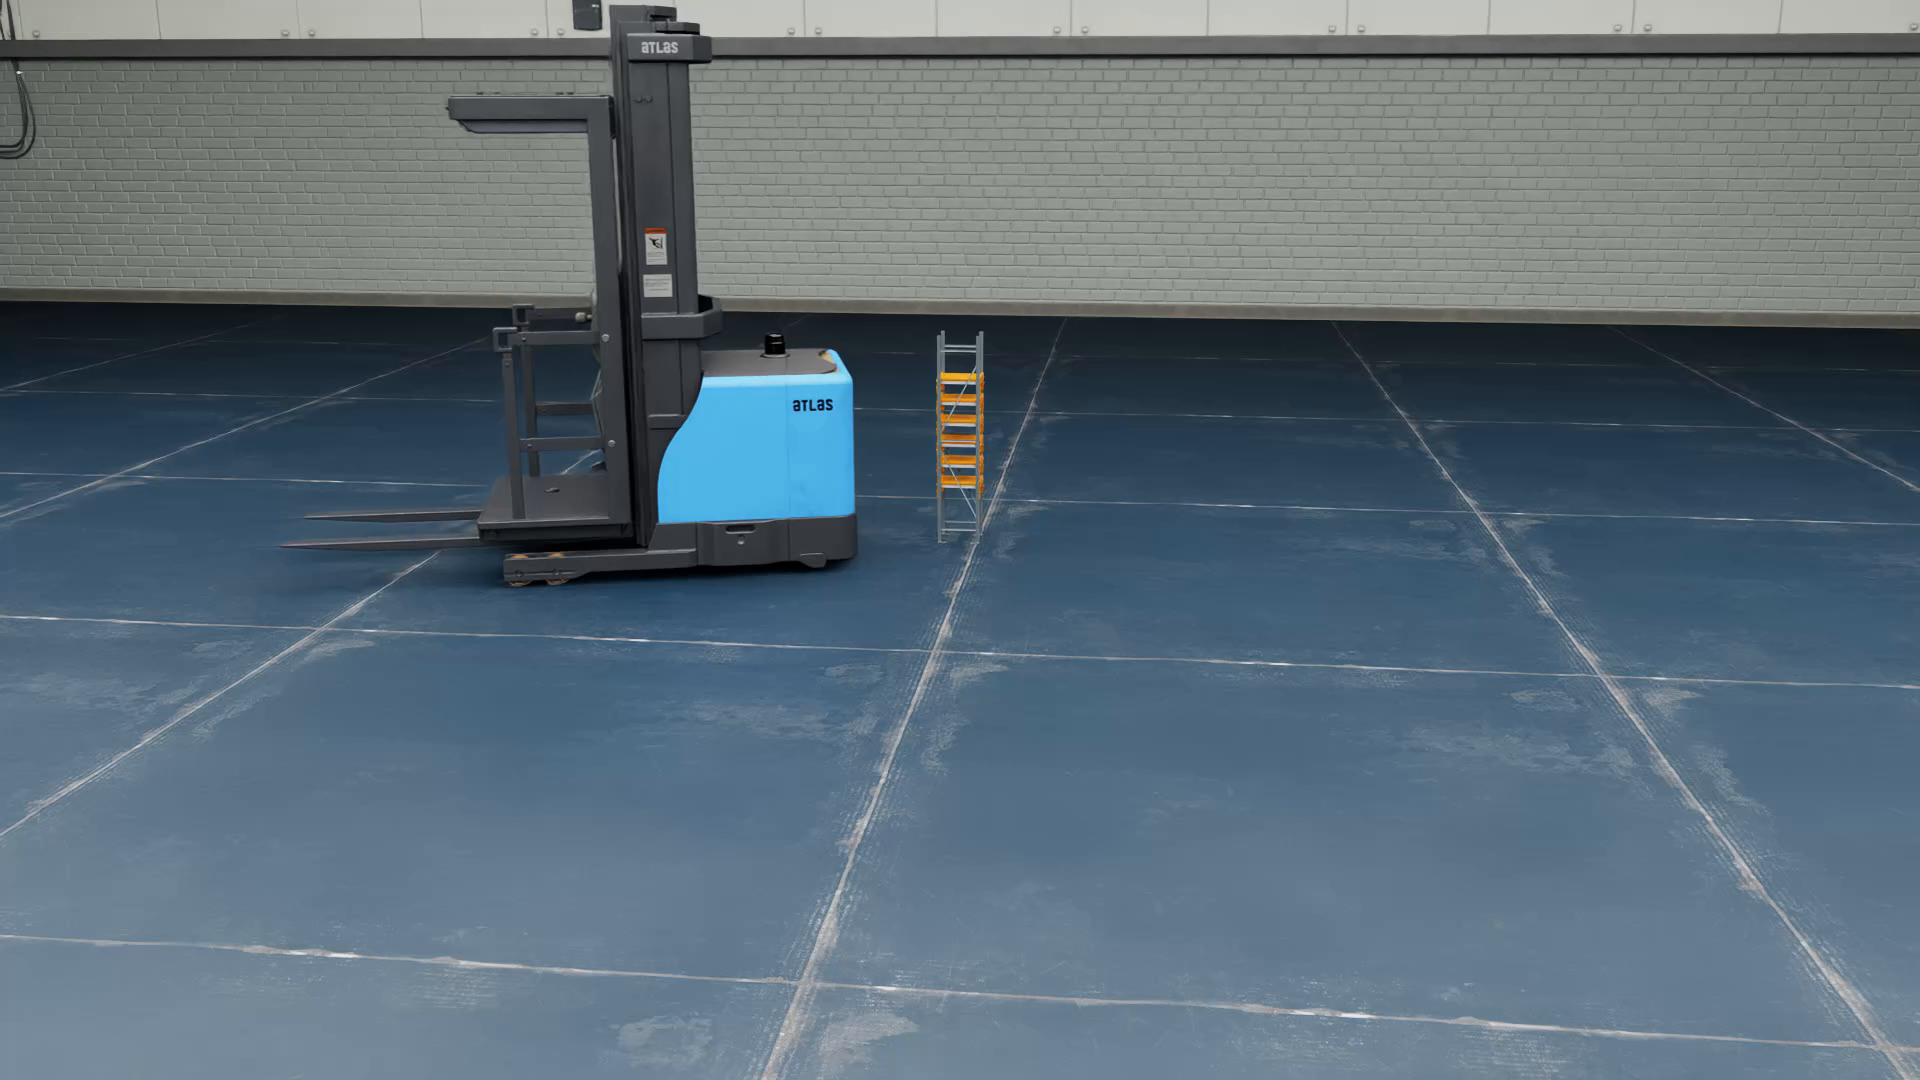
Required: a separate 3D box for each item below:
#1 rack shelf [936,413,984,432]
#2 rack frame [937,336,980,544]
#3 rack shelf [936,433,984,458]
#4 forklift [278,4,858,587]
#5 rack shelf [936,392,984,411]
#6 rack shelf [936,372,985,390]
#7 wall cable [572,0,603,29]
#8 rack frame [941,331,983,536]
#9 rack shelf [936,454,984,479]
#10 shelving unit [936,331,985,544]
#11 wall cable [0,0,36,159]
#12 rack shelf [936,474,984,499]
[{"bbox_3d":[0.002,-0.656,9.500,0.258,0.103,0.180,2,15,6],"label":"rack shelf"},{"bbox_3d":[-0.009,-0.559,9.432,0.240,1.200,0.006,2,15,6],"label":"rack frame"},{"bbox_3d":[0.002,-0.540,9.531,0.258,0.103,0.180,2,15,6],"label":"rack shelf"},{"bbox_3d":[-2.123,-1.317,8.919,3.031,2.935,1.130,-2,15,-9],"label":"forklift"},{"bbox_3d":[0.002,-0.772,9.468,0.258,0.103,0.180,2,15,6],"label":"rack shelf"},{"bbox_3d":[0.002,-0.888,9.437,0.258,0.103,0.180,2,15,6],"label":"rack shelf"},{"bbox_3d":[-3.248,-8.693,18.057,2.305,6.003,0.169,2,15,6],"label":"wall cable"},{"bbox_3d":[0.012,-0.607,9.607,0.240,1.200,0.006,2,15,6],"label":"rack frame"},{"bbox_3d":[0.002,-0.424,9.562,0.258,0.103,0.180,2,15,6],"label":"rack shelf"},{"bbox_3d":[0.002,-0.583,9.519,0.258,1.200,0.189,2,15,6],"label":"shelving unit"},{"bbox_3d":[-12.679,-5.837,19.956,3.097,2.526,0.112,2,15,6],"label":"wall cable"},{"bbox_3d":[0.002,-0.308,9.594,0.258,0.103,0.180,2,15,6],"label":"rack shelf"}]
